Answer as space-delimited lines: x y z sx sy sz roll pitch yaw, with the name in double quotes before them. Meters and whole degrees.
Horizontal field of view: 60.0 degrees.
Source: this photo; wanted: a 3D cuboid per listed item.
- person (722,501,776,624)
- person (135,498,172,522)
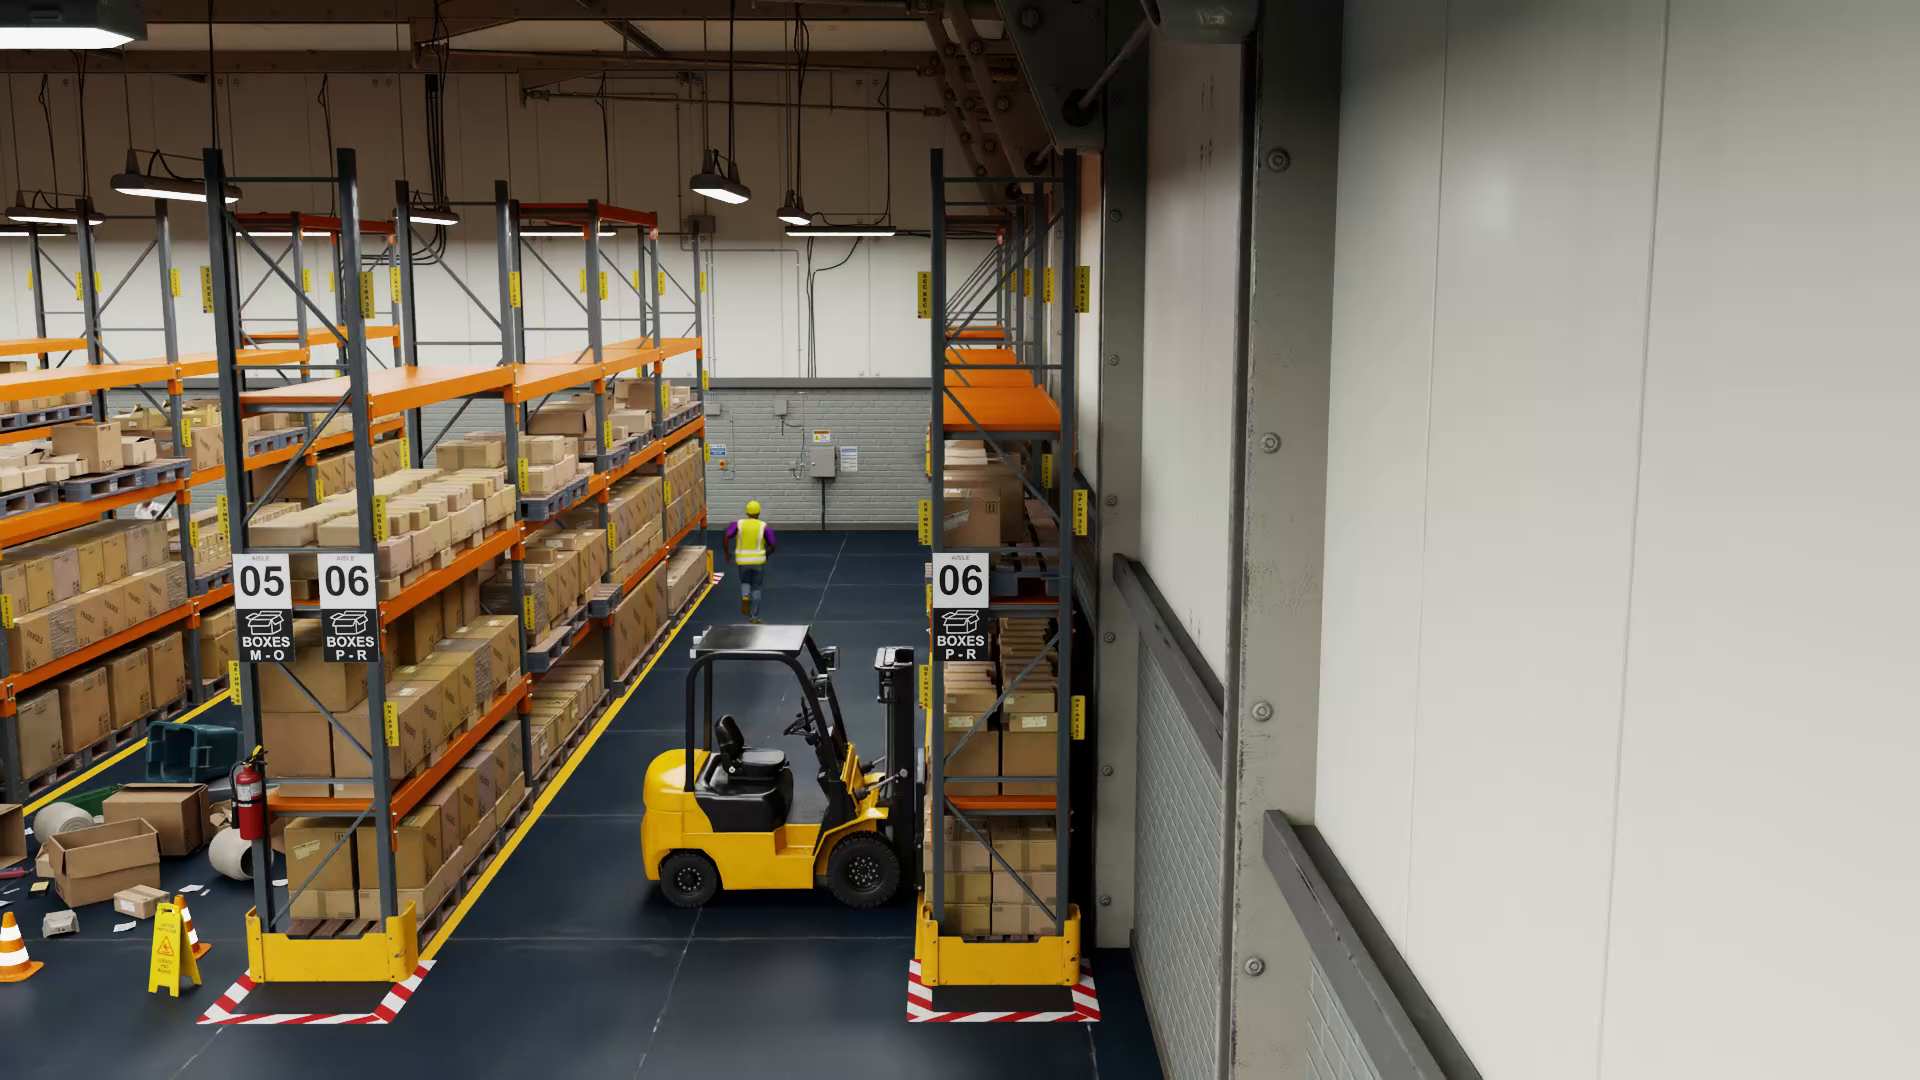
"person" -2.931 0.312 23.281 0.727 1.734 0.646 0 9 1
"person" -12.911 0.049 26.638 0.659 1.843 0.766 -1 9 -5
